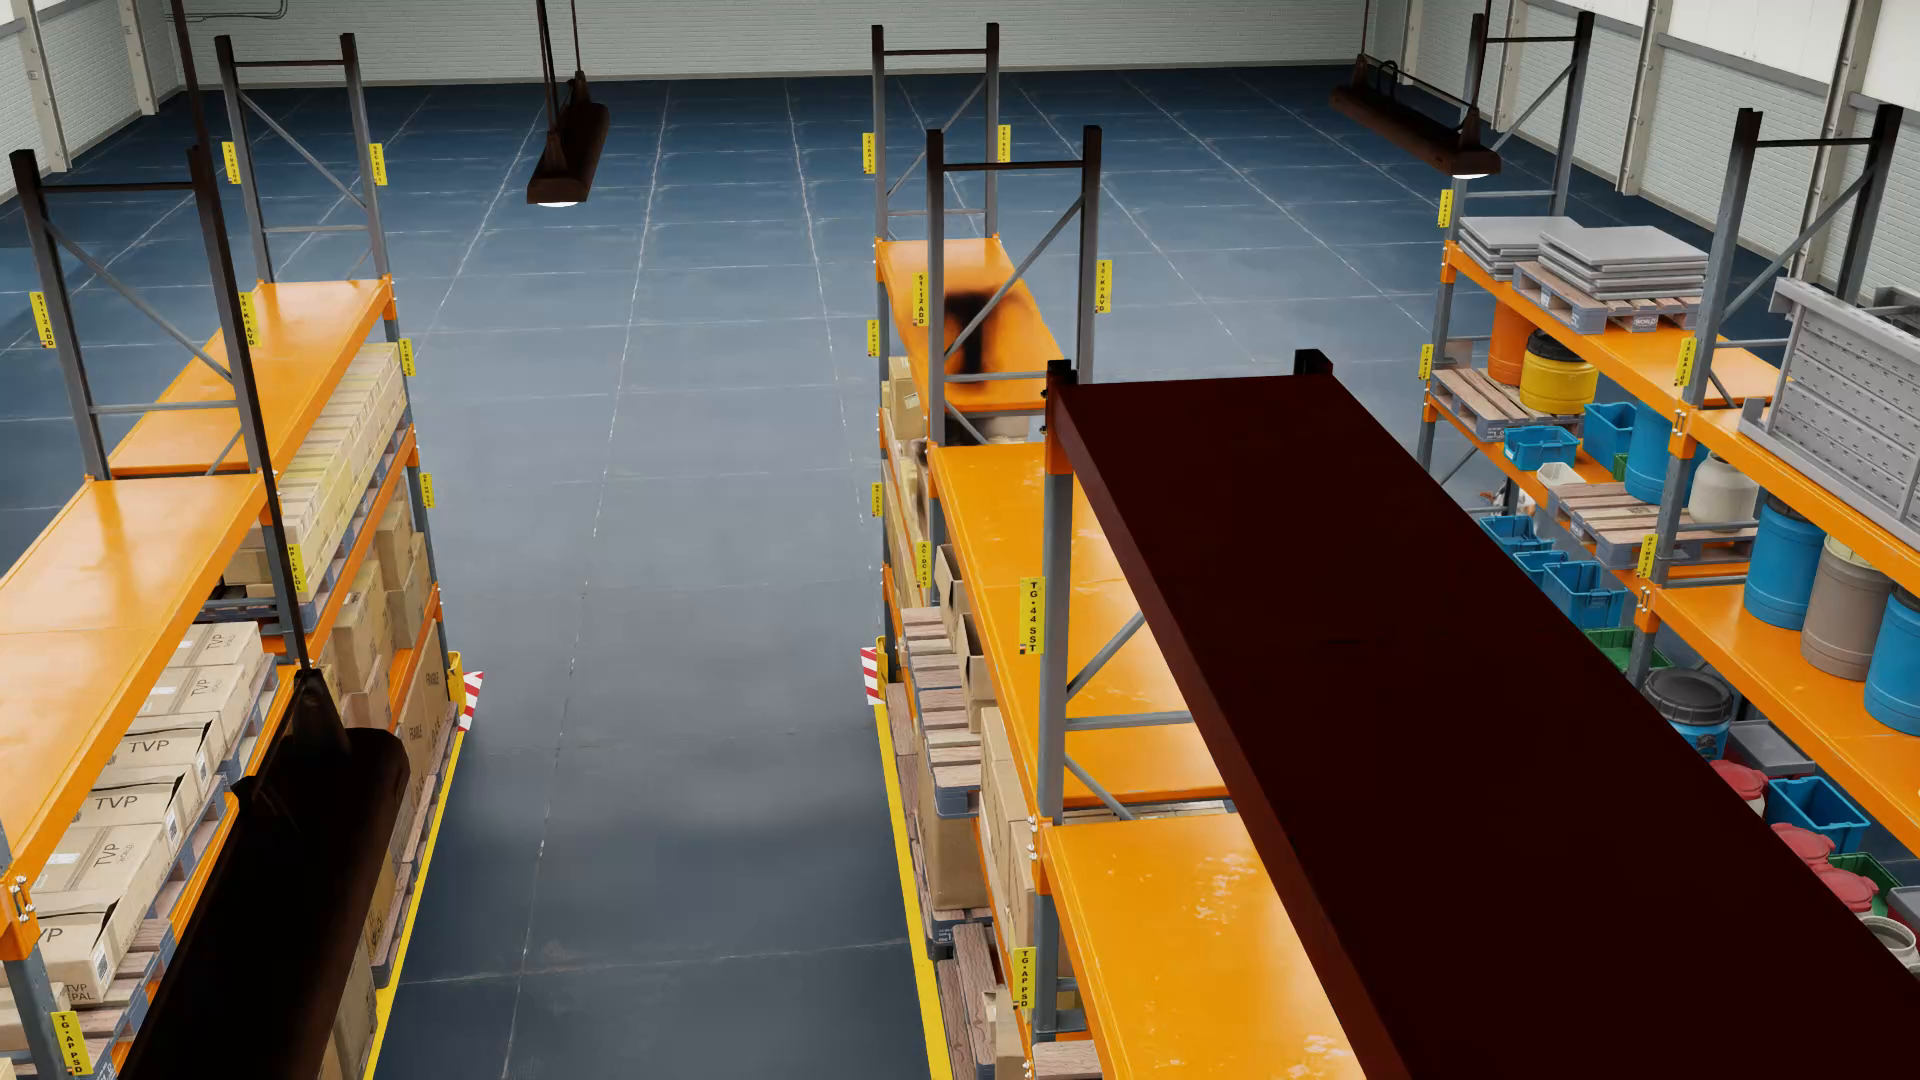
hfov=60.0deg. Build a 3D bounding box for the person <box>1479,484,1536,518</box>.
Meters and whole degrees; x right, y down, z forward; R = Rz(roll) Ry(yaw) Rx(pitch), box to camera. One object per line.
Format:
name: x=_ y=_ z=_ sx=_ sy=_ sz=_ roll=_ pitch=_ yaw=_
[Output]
person: x=5.546 y=-0.060 z=16.719 sx=0.759 sy=1.713 sz=0.559 roll=19 pitch=31 yaw=34
